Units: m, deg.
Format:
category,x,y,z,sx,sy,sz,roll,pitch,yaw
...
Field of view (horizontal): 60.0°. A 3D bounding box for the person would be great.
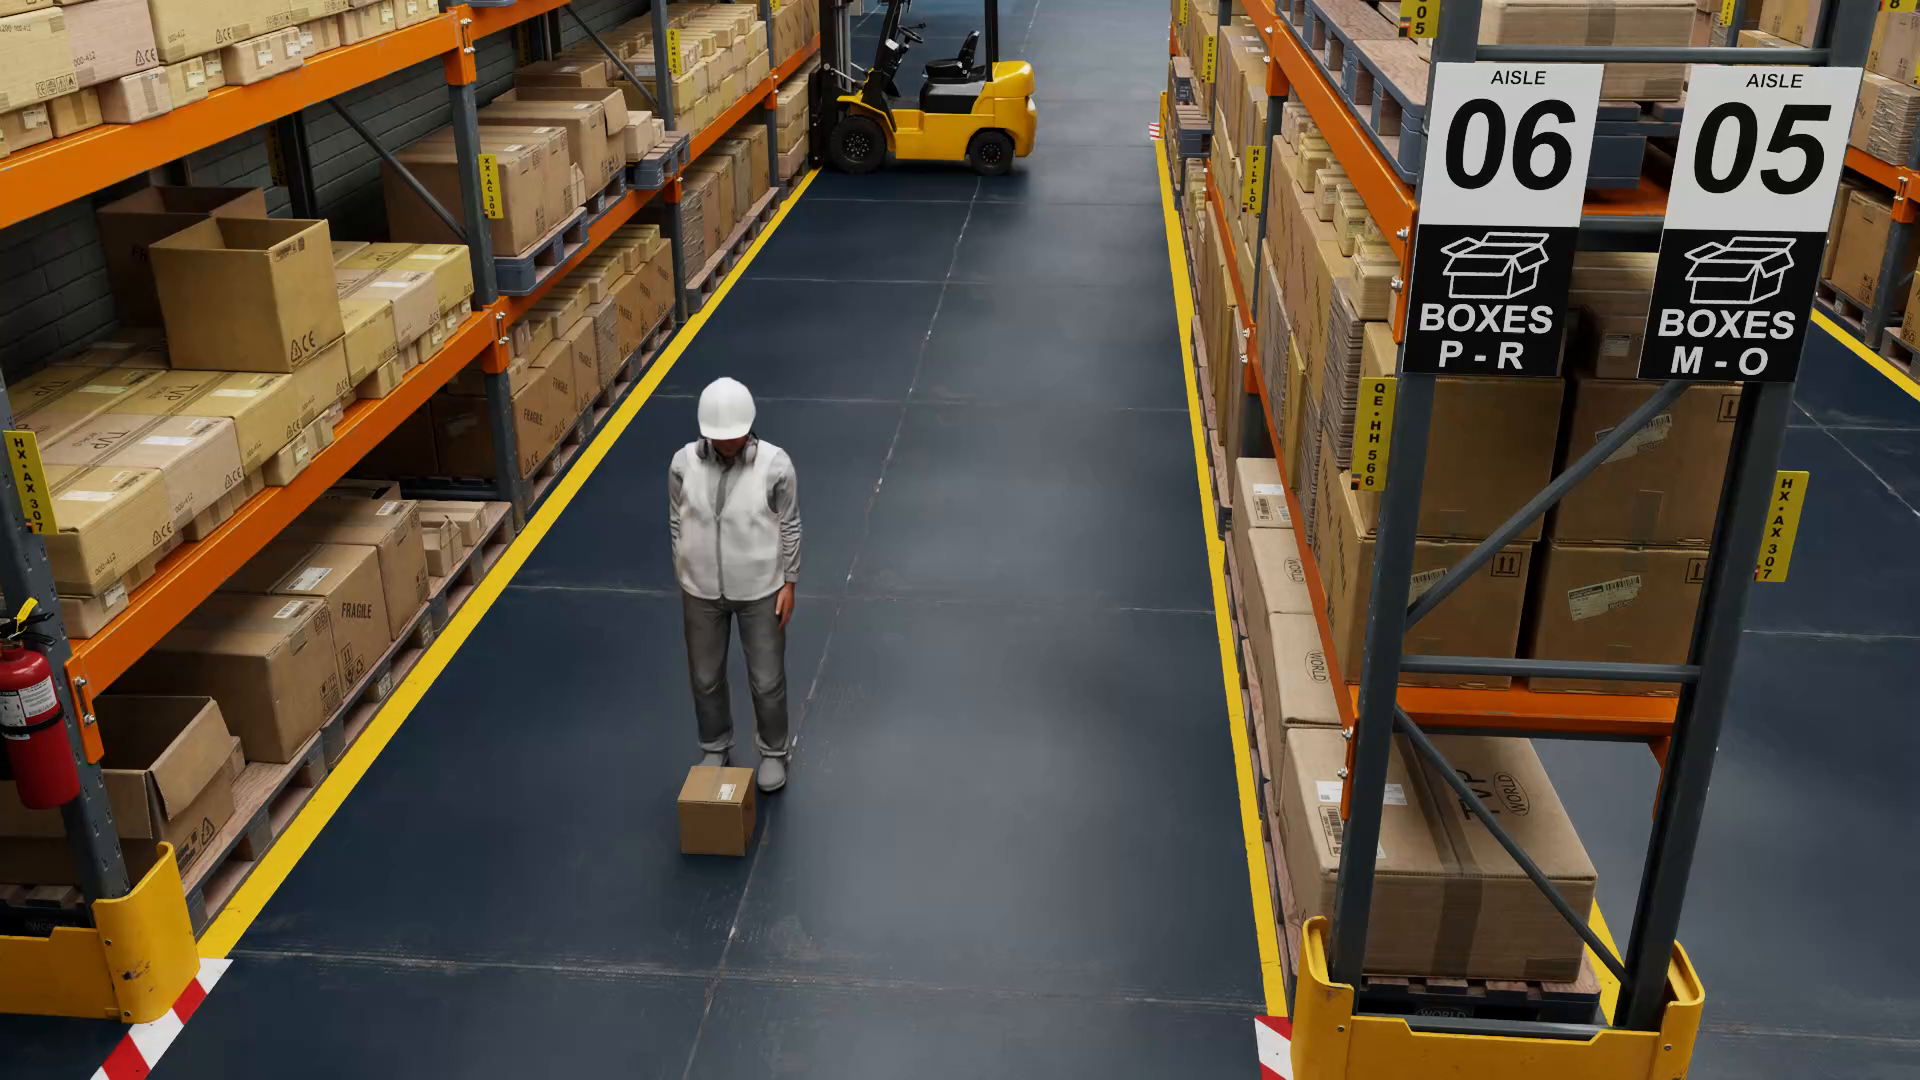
category,x,y,z,sx,sy,sz,roll,pitch,yaw
person,-0.891,0.182,6.687,0.535,1.762,0.363,2,24,5
